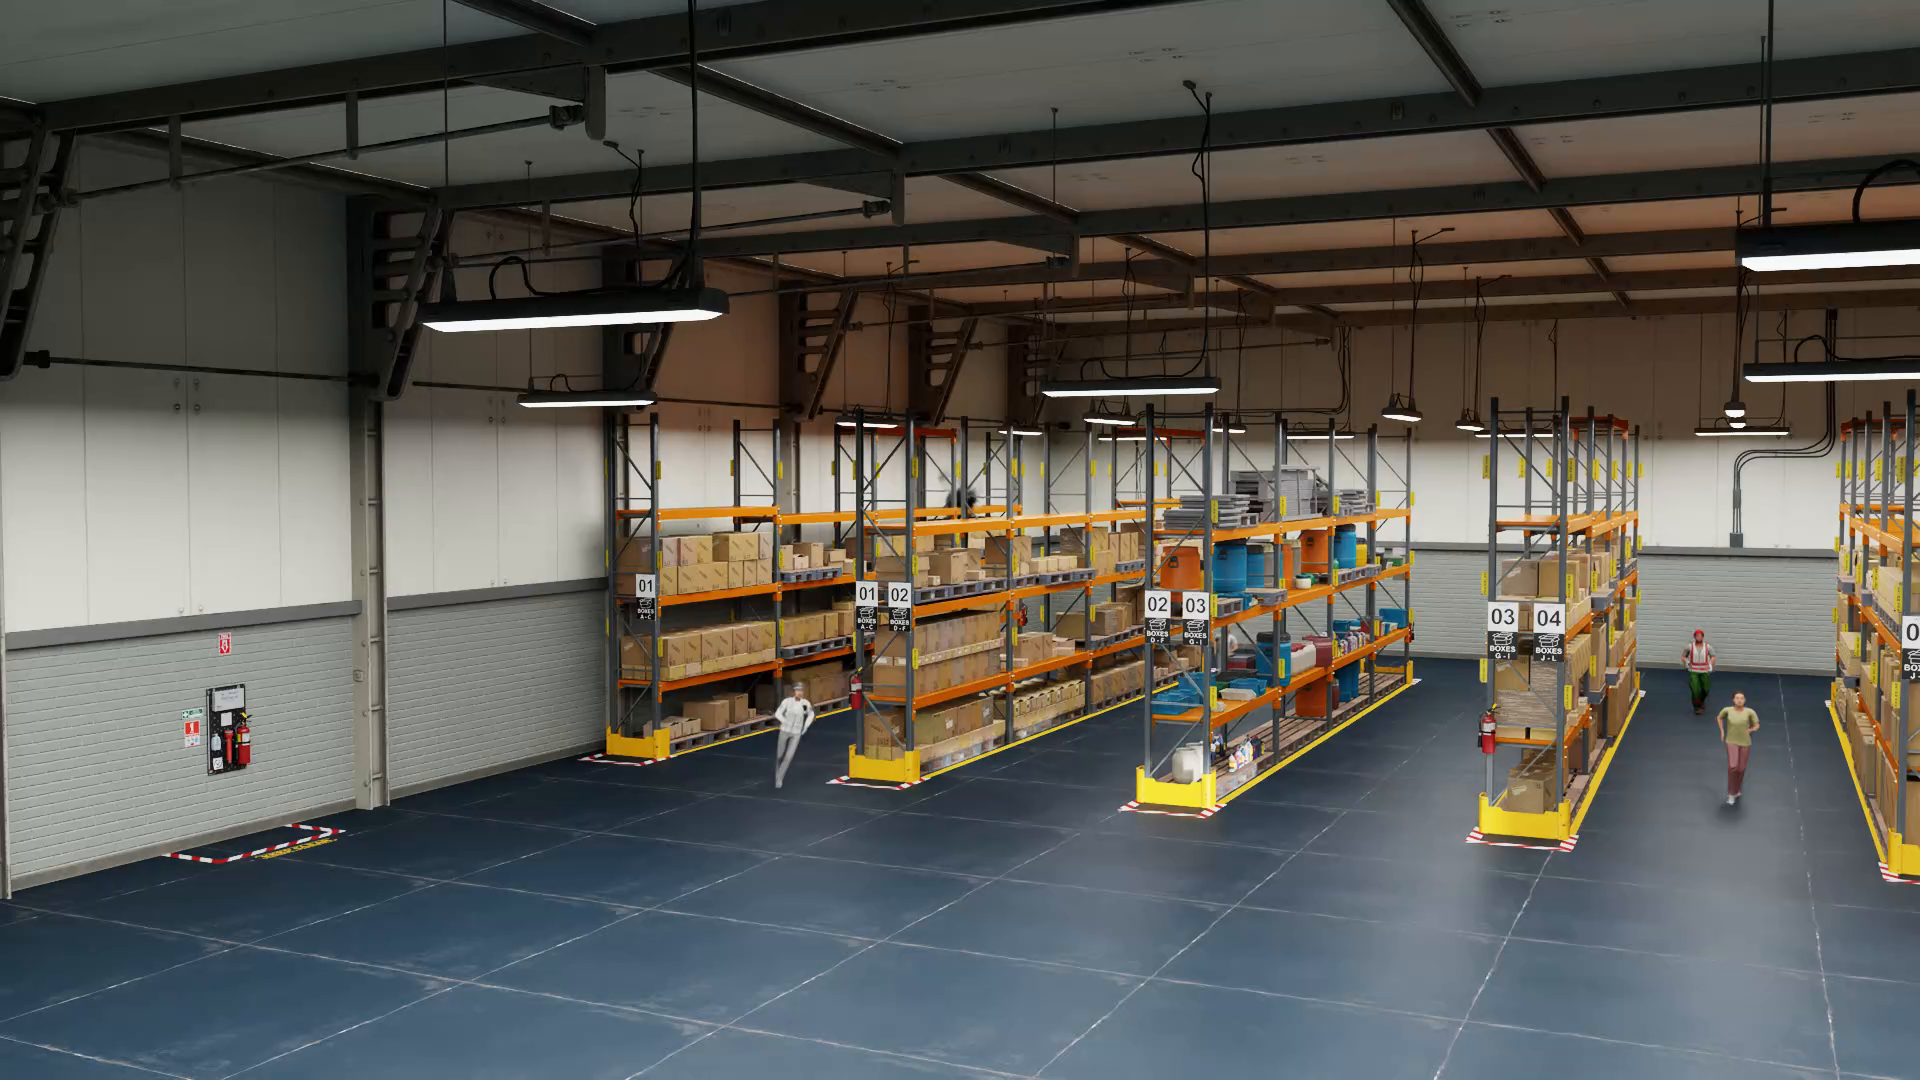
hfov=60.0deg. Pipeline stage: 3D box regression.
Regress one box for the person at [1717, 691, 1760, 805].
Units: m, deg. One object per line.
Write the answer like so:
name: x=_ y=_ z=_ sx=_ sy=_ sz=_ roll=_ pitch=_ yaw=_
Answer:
person: x=11.752 y=3.123 z=25.092 sx=0.564 sy=1.721 sz=0.728 roll=1 pitch=3 yaw=17

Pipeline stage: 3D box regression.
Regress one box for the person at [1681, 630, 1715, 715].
person: x=15.103 y=2.701 z=34.001 sx=0.652 sy=1.738 sz=0.614 roll=1 pitch=3 yaw=19

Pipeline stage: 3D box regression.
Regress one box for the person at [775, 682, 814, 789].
person: x=-2.640 y=3.068 z=26.492 sx=0.640 sy=1.652 sz=0.875 roll=0 pitch=2 yaw=-4

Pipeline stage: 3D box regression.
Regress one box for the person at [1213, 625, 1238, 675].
person: x=5.862 y=2.638 z=36.686 sx=0.579 sy=1.672 sz=0.941 roll=1 pitch=3 yaw=19
